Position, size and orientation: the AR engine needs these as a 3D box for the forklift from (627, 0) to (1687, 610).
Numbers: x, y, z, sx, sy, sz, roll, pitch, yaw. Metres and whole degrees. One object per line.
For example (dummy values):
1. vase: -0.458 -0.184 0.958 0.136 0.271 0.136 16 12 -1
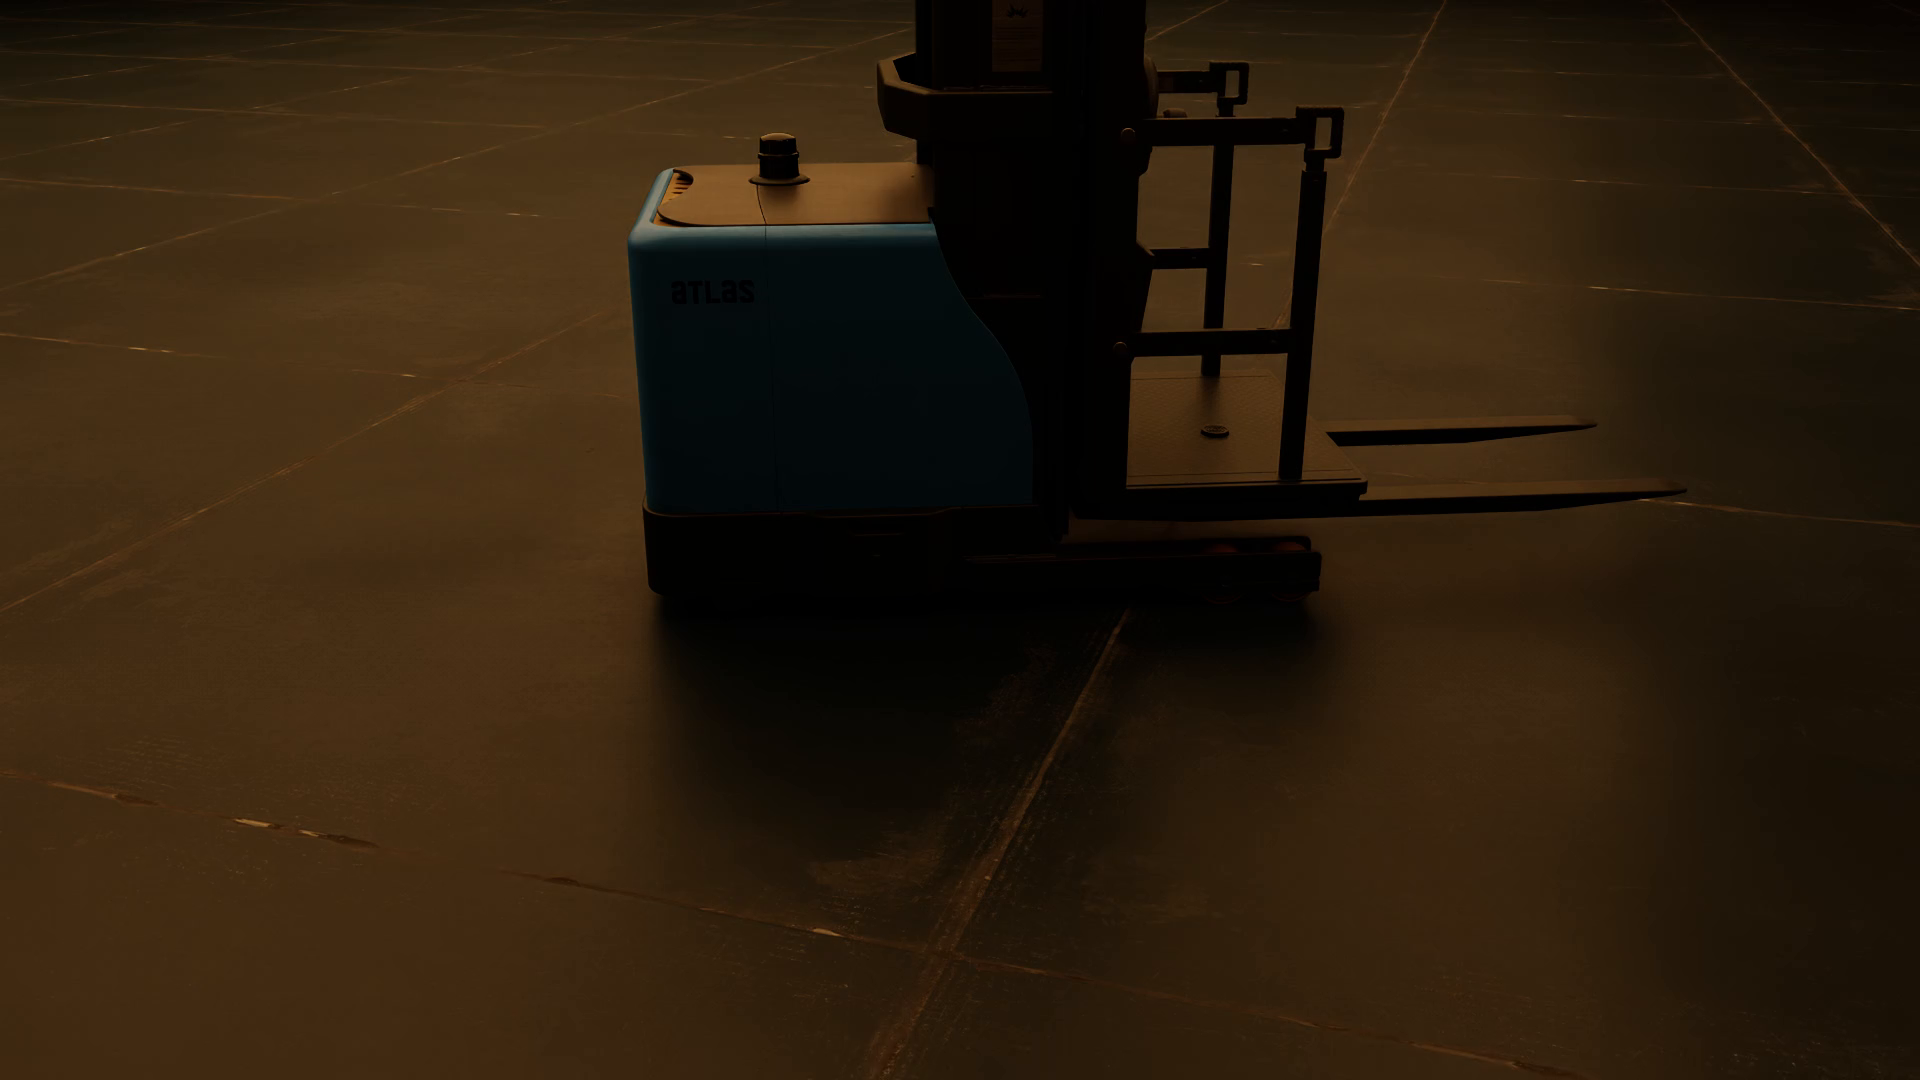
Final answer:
1. forklift: 0.606 -1.374 4.608 3.031 2.935 1.130 -2 23 -4
